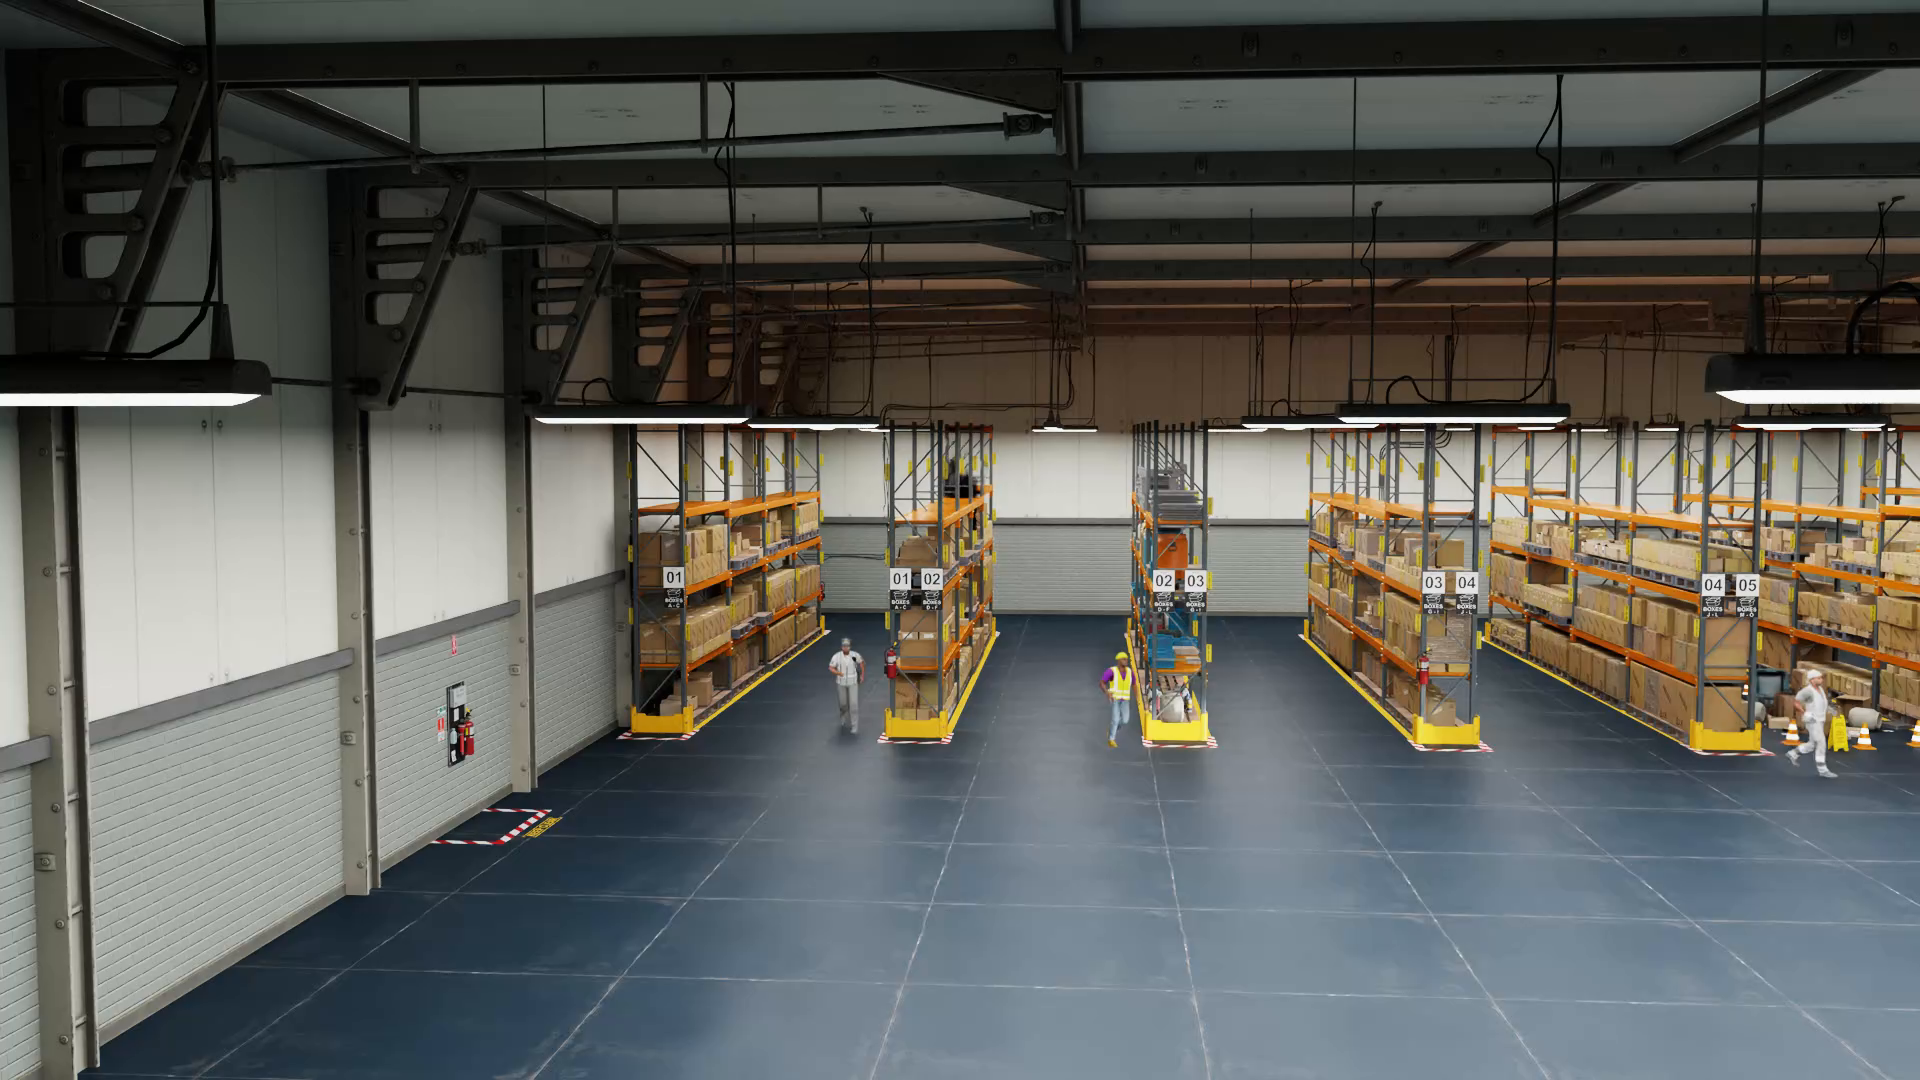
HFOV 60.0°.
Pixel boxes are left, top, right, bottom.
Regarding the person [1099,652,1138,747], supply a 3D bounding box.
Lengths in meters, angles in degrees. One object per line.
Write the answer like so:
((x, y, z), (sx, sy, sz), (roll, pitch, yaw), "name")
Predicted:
((2.943, 2.930, 30.641), (0.772, 1.715, 0.529), (-1, 4, -20), "person")

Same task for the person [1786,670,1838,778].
((14.268, 3.050, 27.854), (0.669, 1.771, 0.895), (-3, 5, -37), "person")

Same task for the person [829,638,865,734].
((-2.192, 2.798, 32.245), (0.703, 1.817, 0.905), (0, 4, -3), "person")
